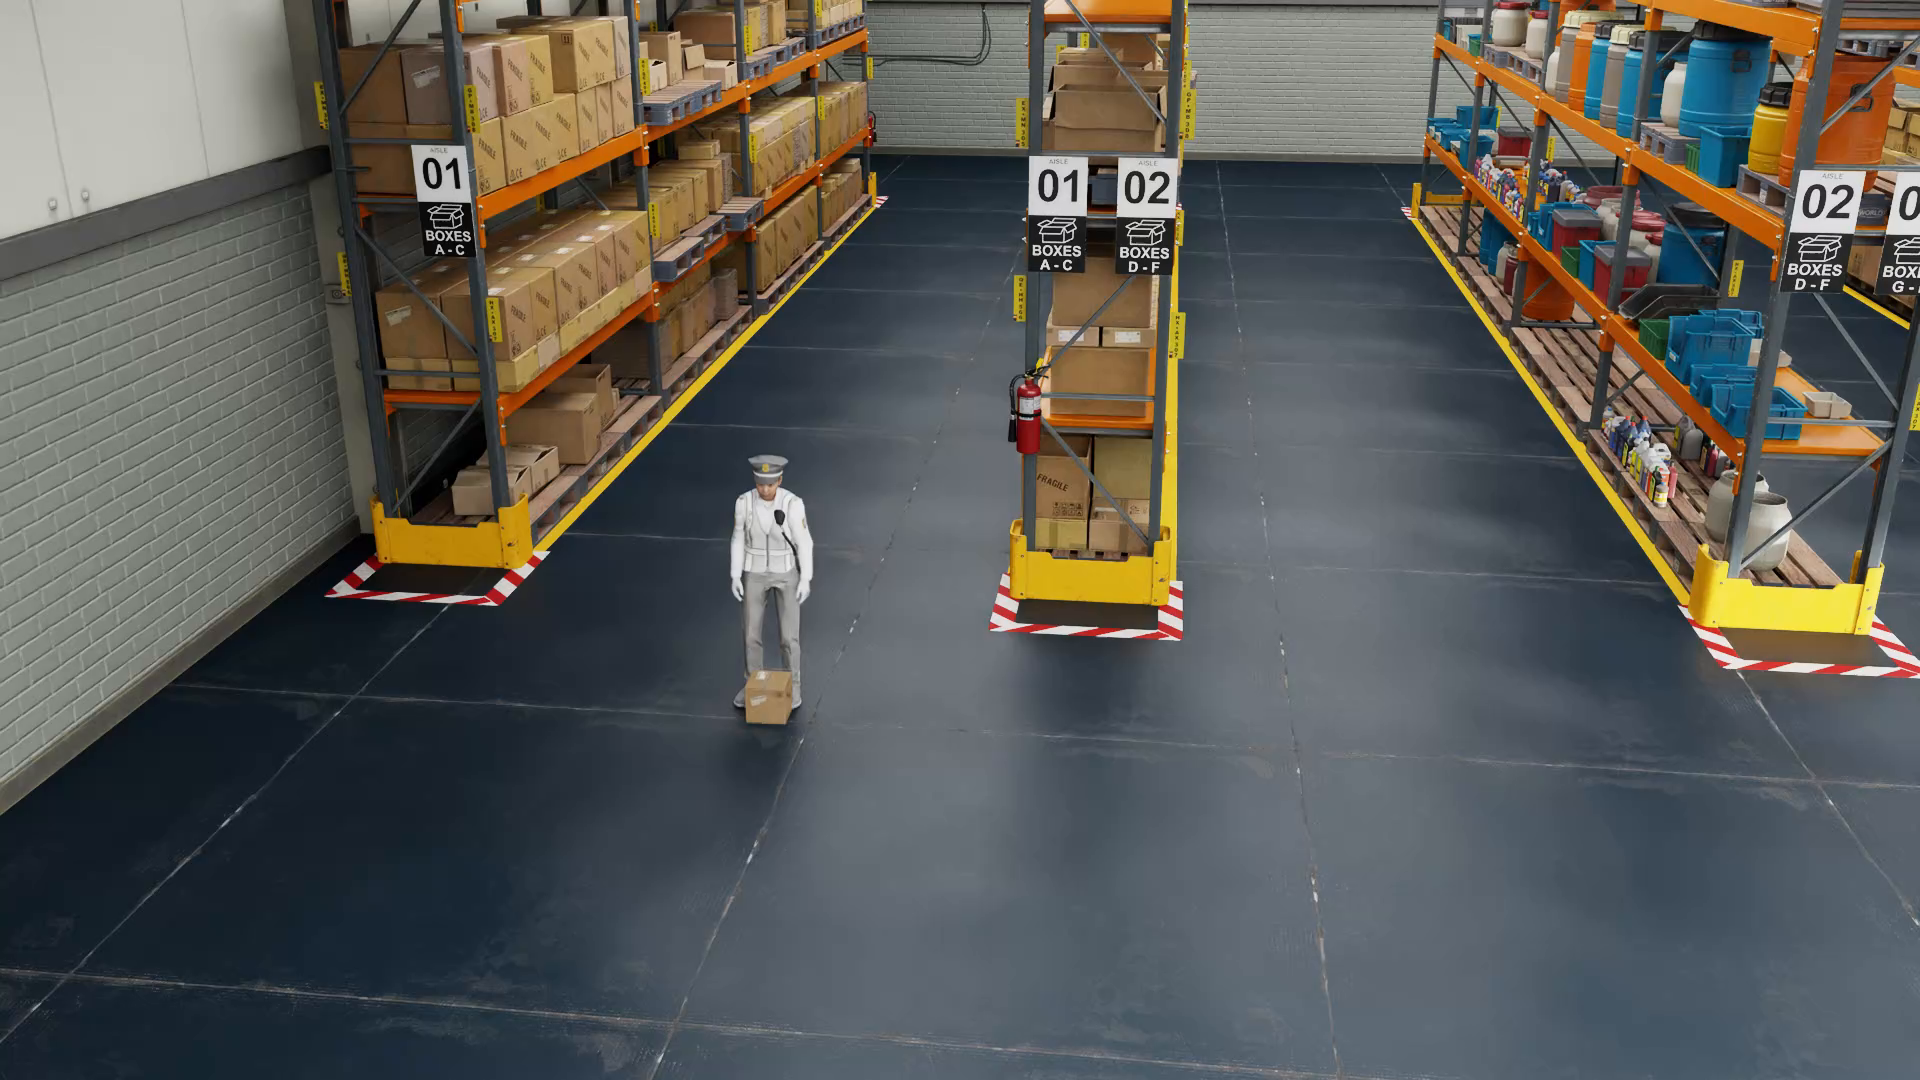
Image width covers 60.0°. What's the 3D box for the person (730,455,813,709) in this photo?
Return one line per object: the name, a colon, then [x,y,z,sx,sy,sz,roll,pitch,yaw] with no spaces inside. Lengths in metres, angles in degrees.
person: [-1.183,0.247,10.447,0.522,1.663,0.371,2,21,4]
